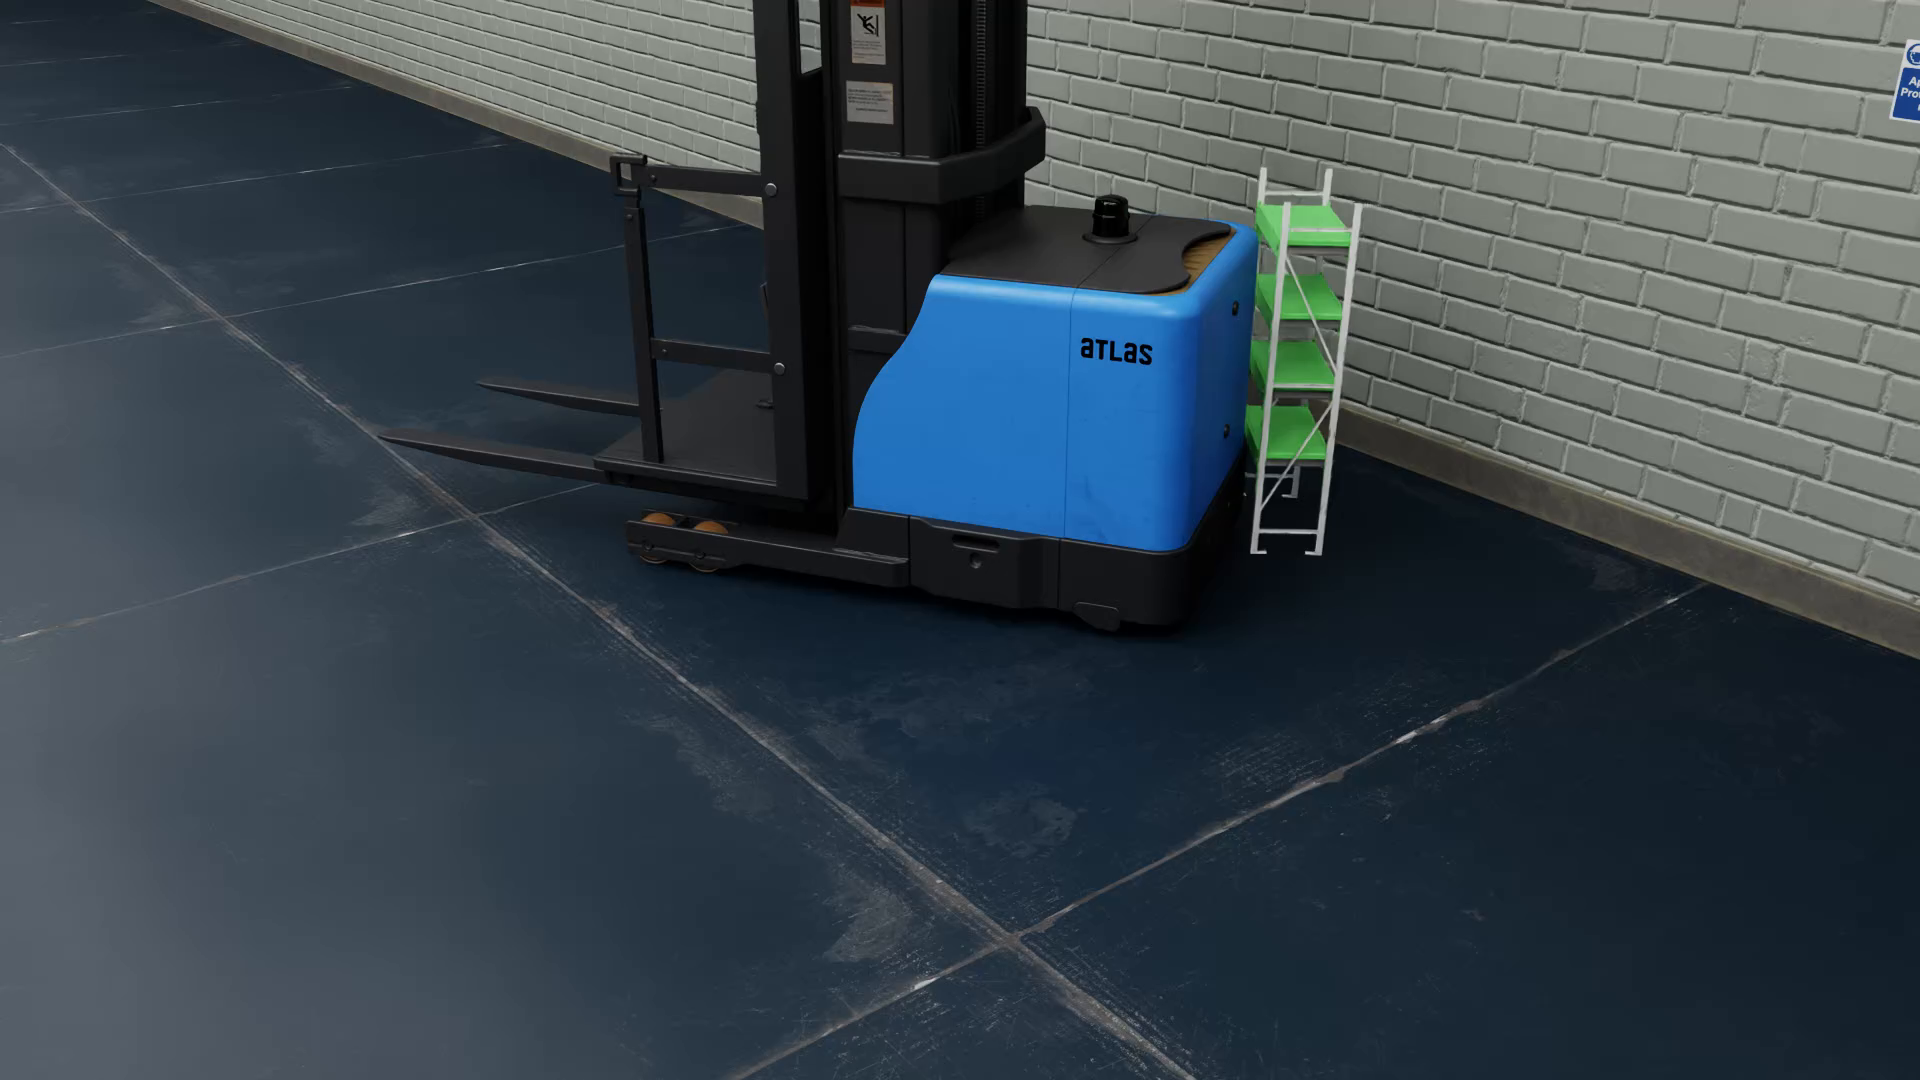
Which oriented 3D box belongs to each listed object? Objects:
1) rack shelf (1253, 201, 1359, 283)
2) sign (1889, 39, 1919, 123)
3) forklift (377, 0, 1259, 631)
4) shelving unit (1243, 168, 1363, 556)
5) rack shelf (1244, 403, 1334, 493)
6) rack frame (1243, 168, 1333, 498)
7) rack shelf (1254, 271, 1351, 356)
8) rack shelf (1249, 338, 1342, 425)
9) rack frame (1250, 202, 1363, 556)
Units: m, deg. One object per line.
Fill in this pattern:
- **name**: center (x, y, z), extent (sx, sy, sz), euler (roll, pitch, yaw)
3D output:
- **rack shelf**: center (1.123, -0.977, 5.437), extent (0.258, 0.148, 0.480), euler (1, 25, 0)
- **sign**: center (2.712, -1.228, 4.513), extent (0.001, 0.218, 0.327), euler (-18, 31, -34)
- **forklift**: center (-0.584, -1.420, 5.327), extent (3.031, 2.935, 1.130), euler (9, 26, 18)
- **shelving unit**: center (1.117, -0.600, 5.612), extent (0.258, 1.200, 0.503), euler (1, 25, 0)
- **rack shelf**: center (1.113, -0.324, 5.740), extent (0.258, 0.148, 0.480), euler (1, 25, 0)
- **rack frame**: center (1.121, -0.702, 5.833), extent (0.240, 1.200, 0.015), euler (1, 25, 0)
- **rack shelf**: center (1.120, -0.759, 5.538), extent (0.258, 0.148, 0.480), euler (1, 25, 0)
- **rack shelf**: center (1.117, -0.542, 5.639), extent (0.258, 0.148, 0.480), euler (1, 25, 0)
- **rack frame**: center (1.114, -0.497, 5.391), extent (0.240, 1.200, 0.015), euler (1, 25, 0)
